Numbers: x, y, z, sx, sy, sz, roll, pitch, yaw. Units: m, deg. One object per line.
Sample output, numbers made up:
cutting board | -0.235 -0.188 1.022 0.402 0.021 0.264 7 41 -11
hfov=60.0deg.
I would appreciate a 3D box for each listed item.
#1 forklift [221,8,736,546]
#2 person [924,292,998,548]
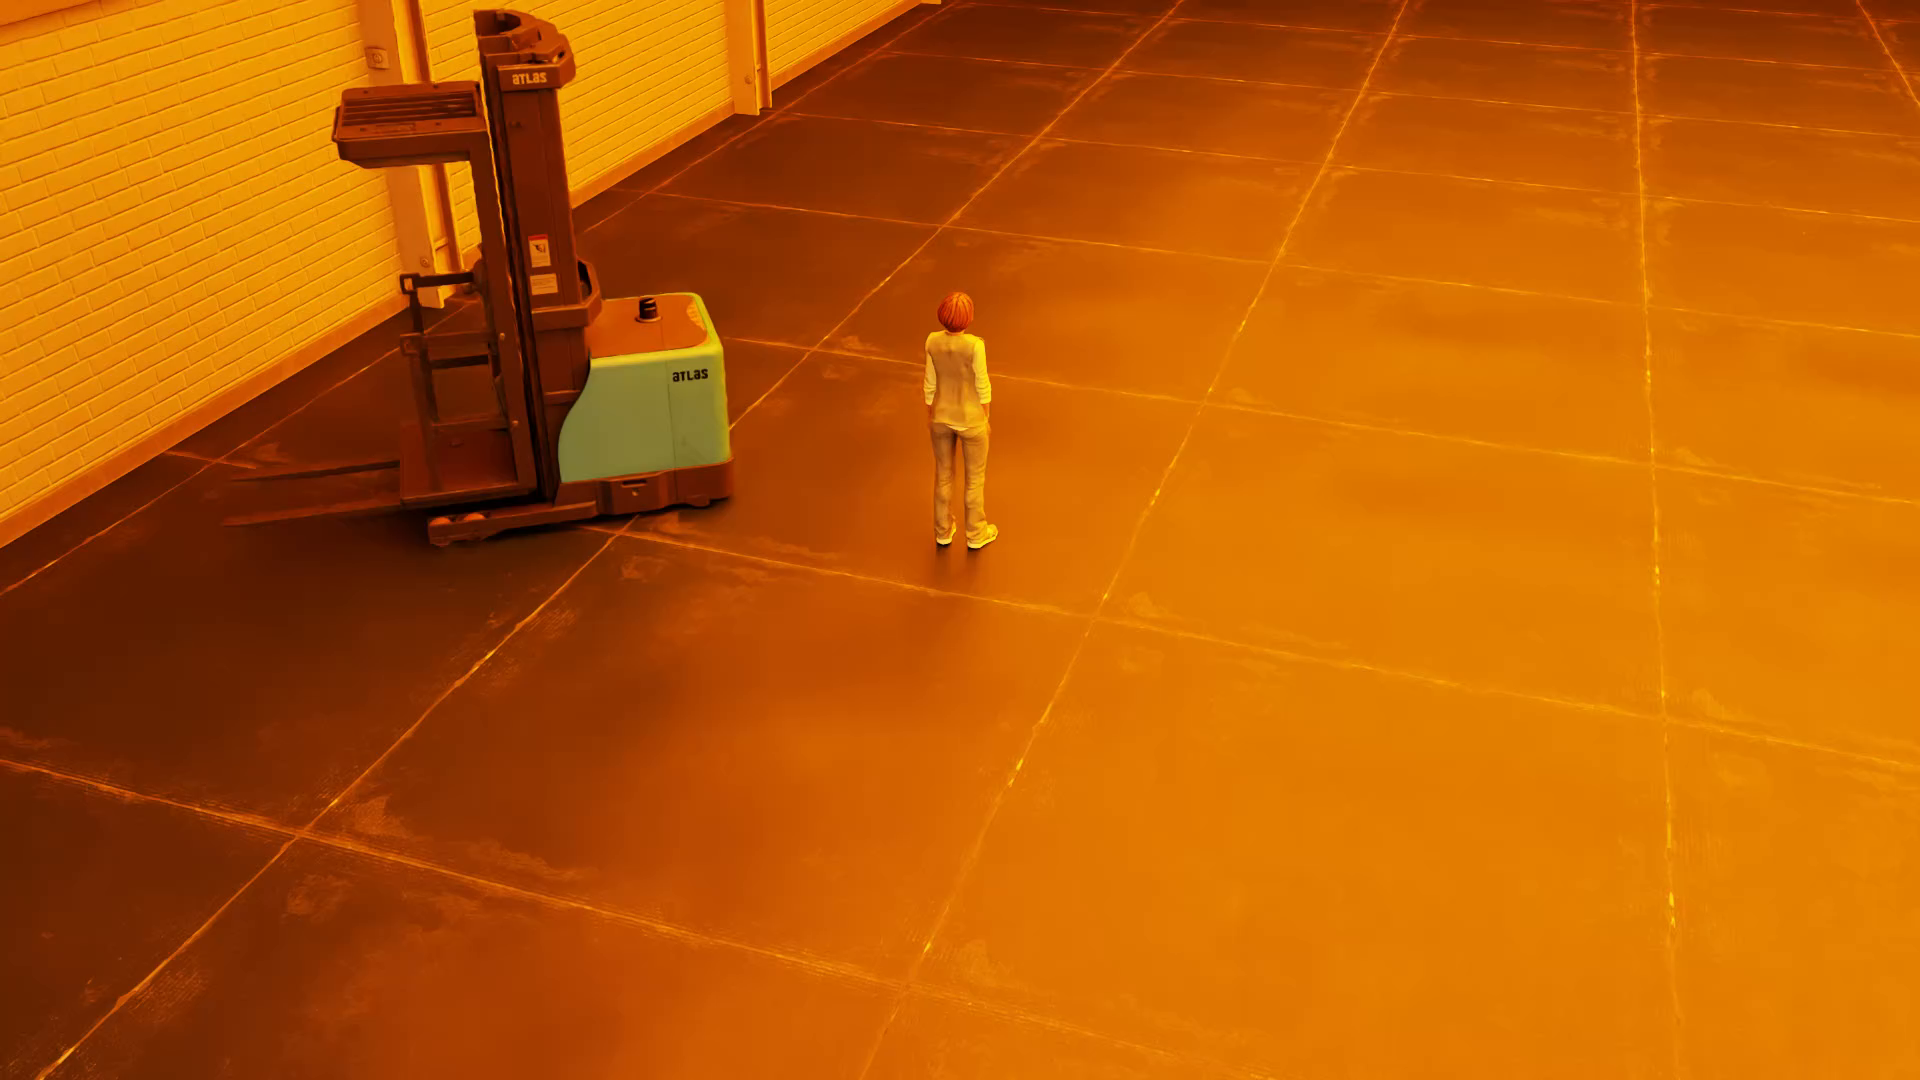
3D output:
forklift | -2.991 -1.528 9.817 3.031 2.935 1.130 -8 31 -14
person | -0.002 -0.695 9.702 0.409 1.602 0.327 10 31 16
